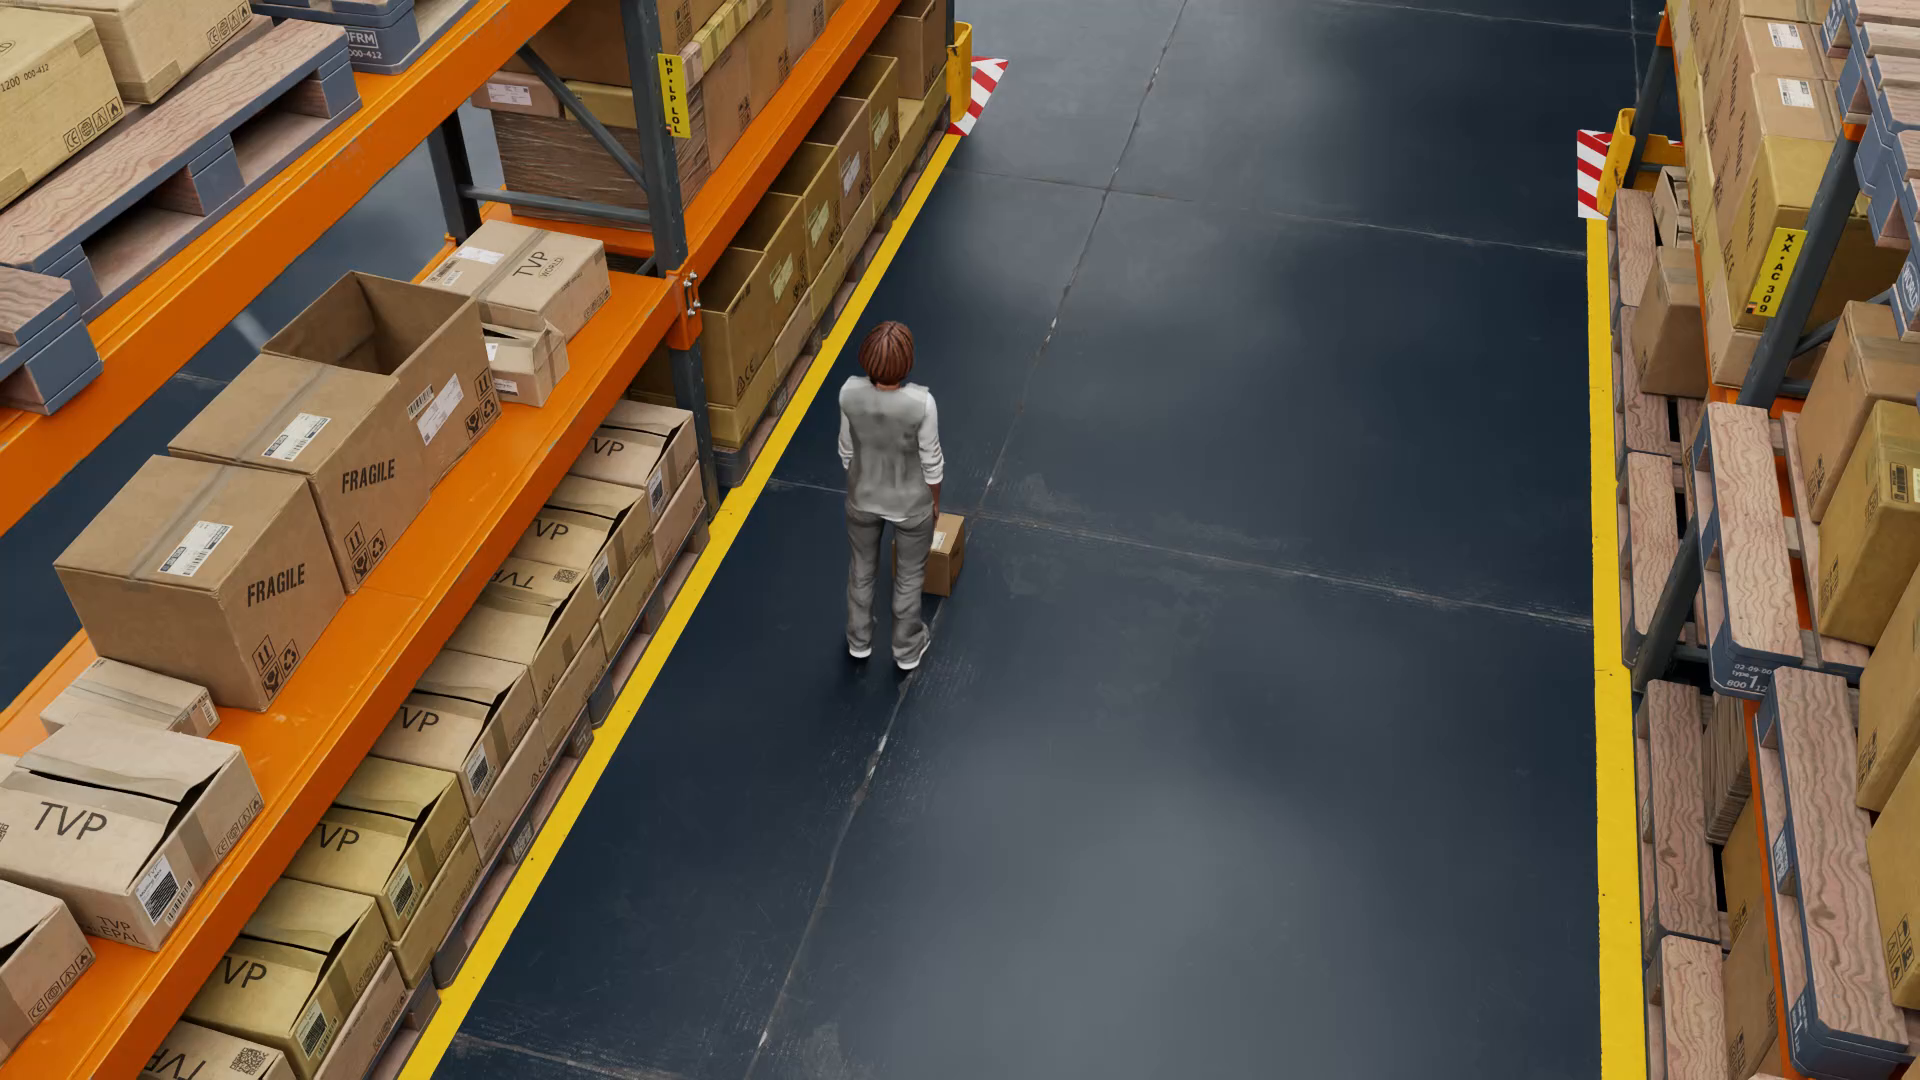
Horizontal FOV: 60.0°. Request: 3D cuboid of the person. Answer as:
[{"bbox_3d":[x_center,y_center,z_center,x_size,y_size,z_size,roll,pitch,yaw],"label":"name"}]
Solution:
[{"bbox_3d":[-0.267,-0.147,6.323,0.433,1.622,0.312,10,43,11],"label":"person"}]
